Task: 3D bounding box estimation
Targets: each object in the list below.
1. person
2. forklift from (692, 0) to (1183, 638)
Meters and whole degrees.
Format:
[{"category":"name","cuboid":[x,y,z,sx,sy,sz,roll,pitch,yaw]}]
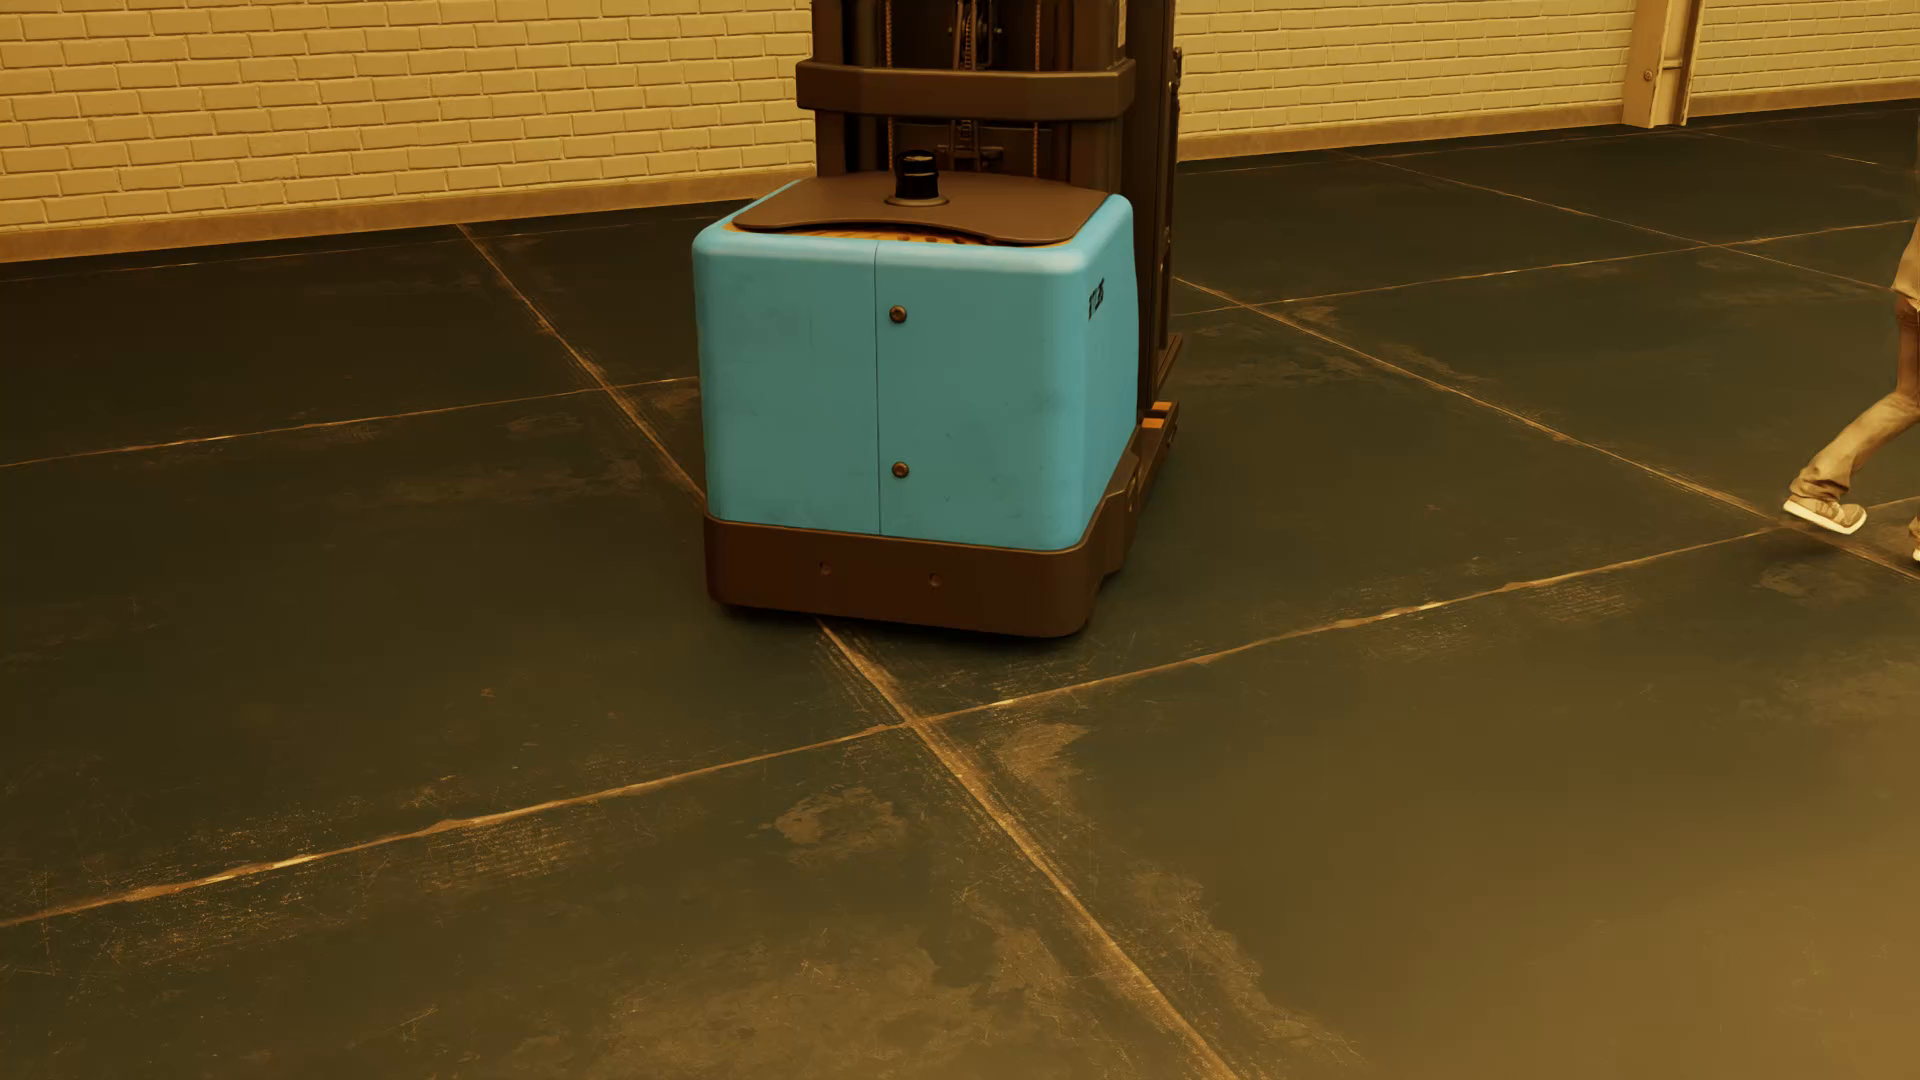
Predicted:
[{"category":"person","cuboid":[2.808,-0.661,4.662,0.658,1.576,0.757,-1,23,-1]},{"category":"forklift","cuboid":[0.158,-1.636,5.224,1.130,2.935,3.031,5,23,13]}]
